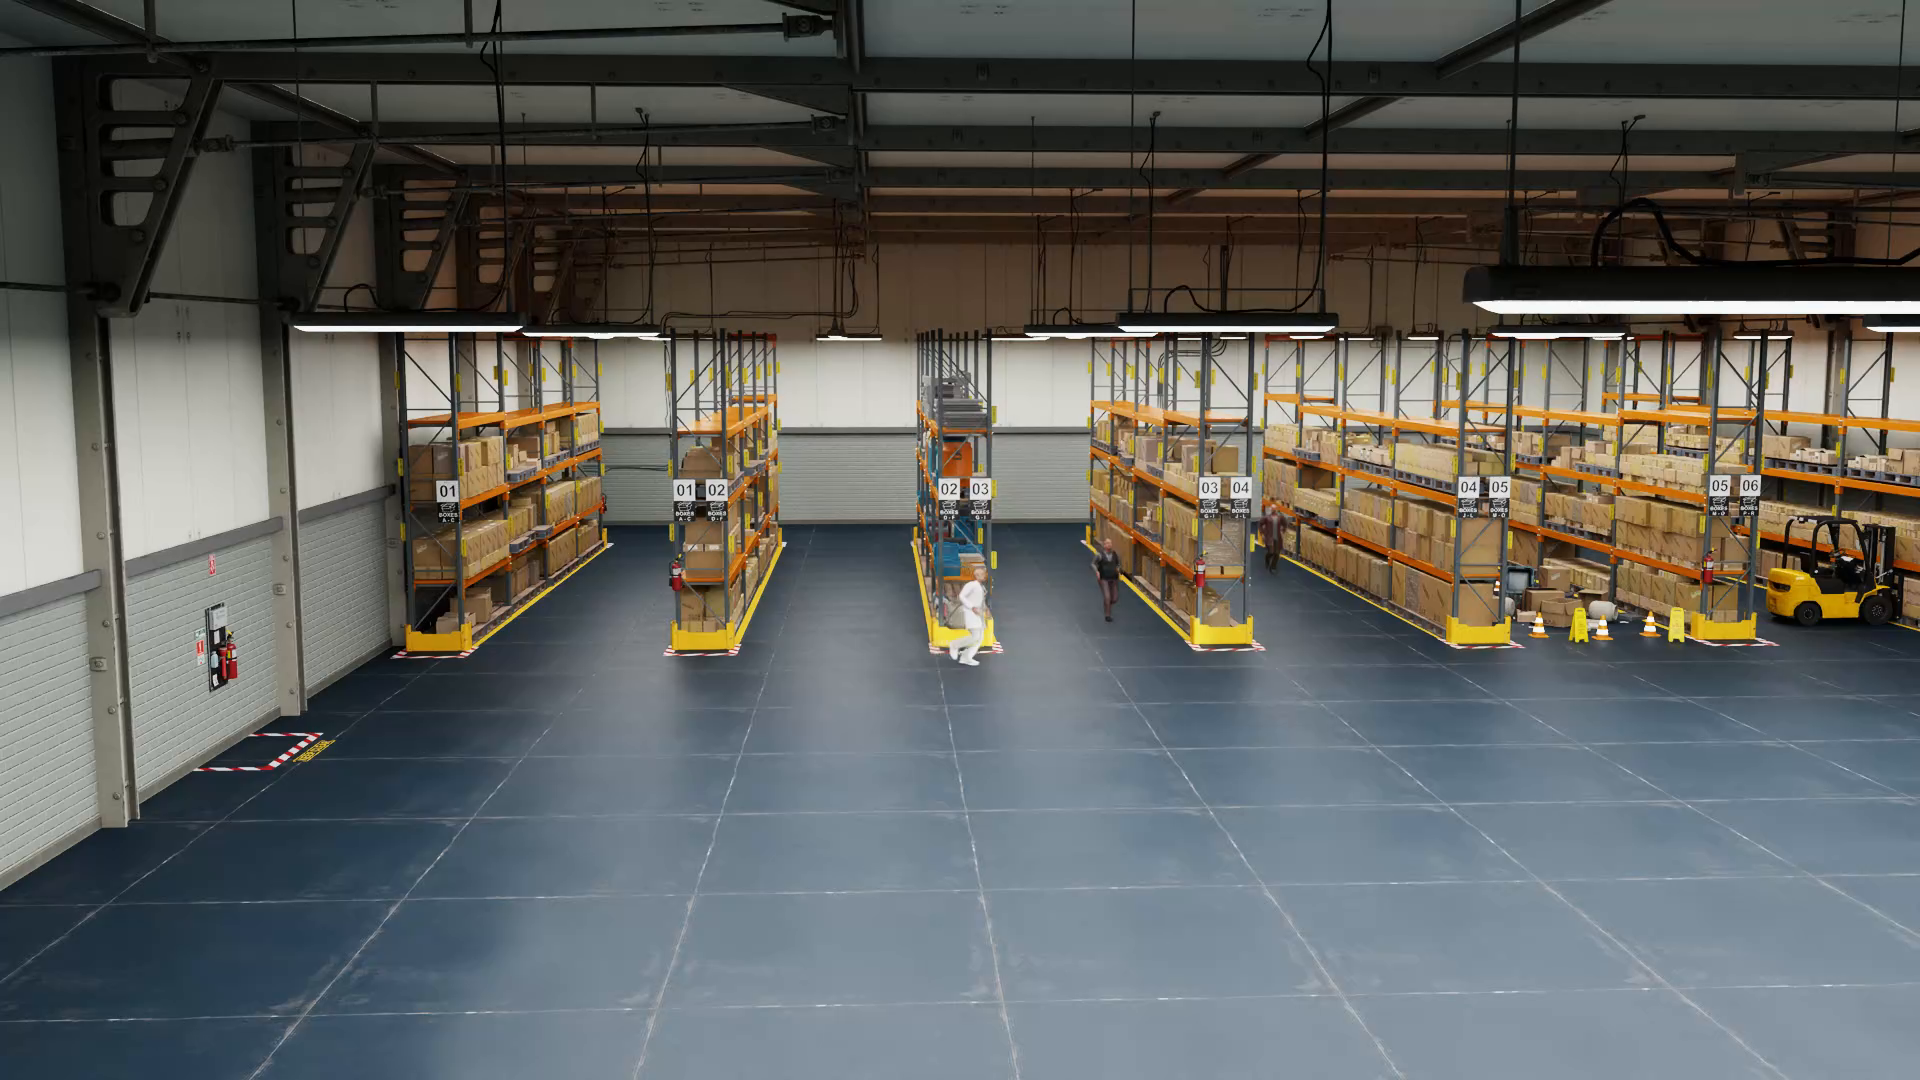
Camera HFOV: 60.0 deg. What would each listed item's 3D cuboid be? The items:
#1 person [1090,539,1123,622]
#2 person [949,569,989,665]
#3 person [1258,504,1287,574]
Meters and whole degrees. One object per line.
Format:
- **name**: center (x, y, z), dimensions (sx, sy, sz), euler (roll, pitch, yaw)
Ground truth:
- **person**: center (3.036, 0.819, 34.247), dimensions (0.667, 1.684, 0.779), euler (-1, 7, -11)
- **person**: center (0.208, 1.363, 29.969), dimensions (0.649, 1.686, 0.752), euler (4, 8, 28)
- **person**: center (7.823, -0.019, 41.463), dimensions (0.715, 1.732, 0.624), euler (0, 7, -4)
